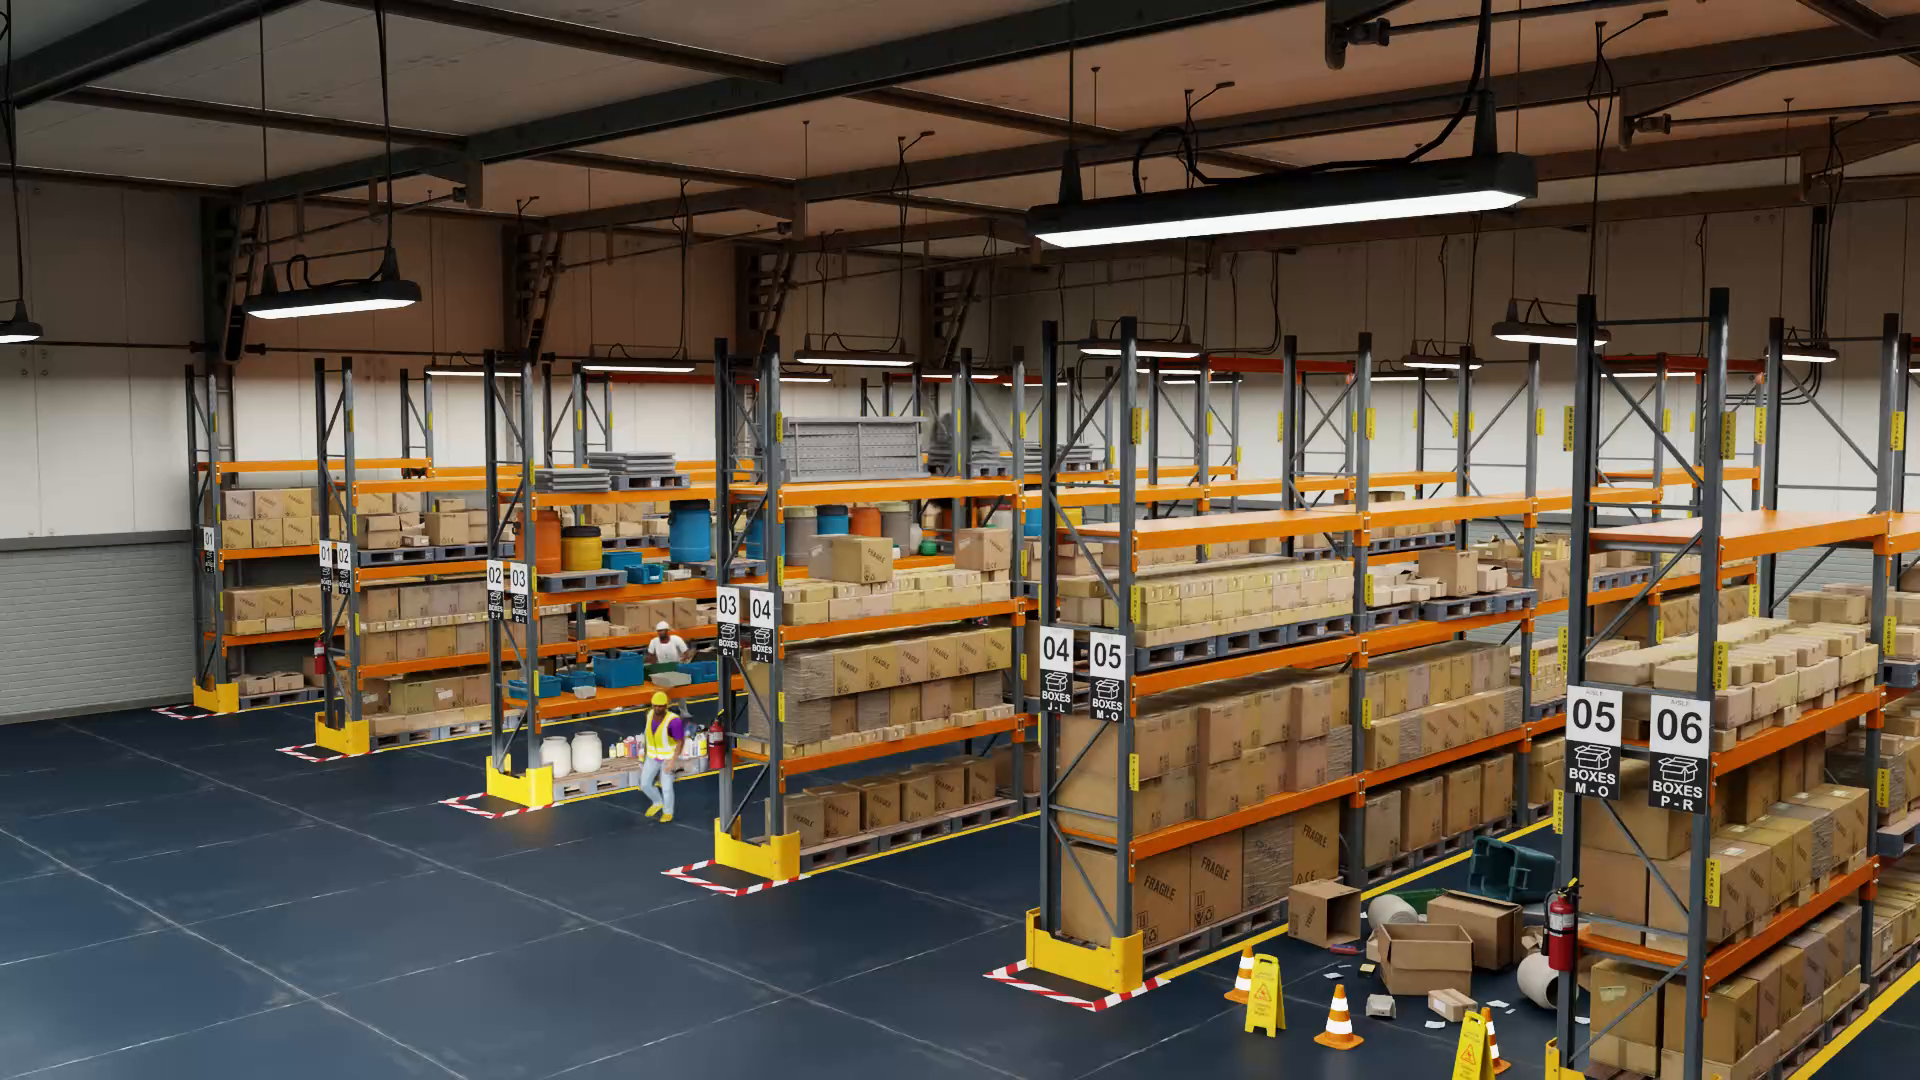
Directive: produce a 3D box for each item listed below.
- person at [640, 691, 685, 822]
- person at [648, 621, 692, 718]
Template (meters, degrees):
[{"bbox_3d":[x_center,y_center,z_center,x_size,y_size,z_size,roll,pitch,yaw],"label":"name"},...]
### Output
[{"bbox_3d":[-3.701,2.713,20.792,0.675,1.707,0.687,2,5,21],"label":"person"},{"bbox_3d":[-4.864,2.199,27.911,0.712,1.696,0.788,-1,4,-12],"label":"person"}]
